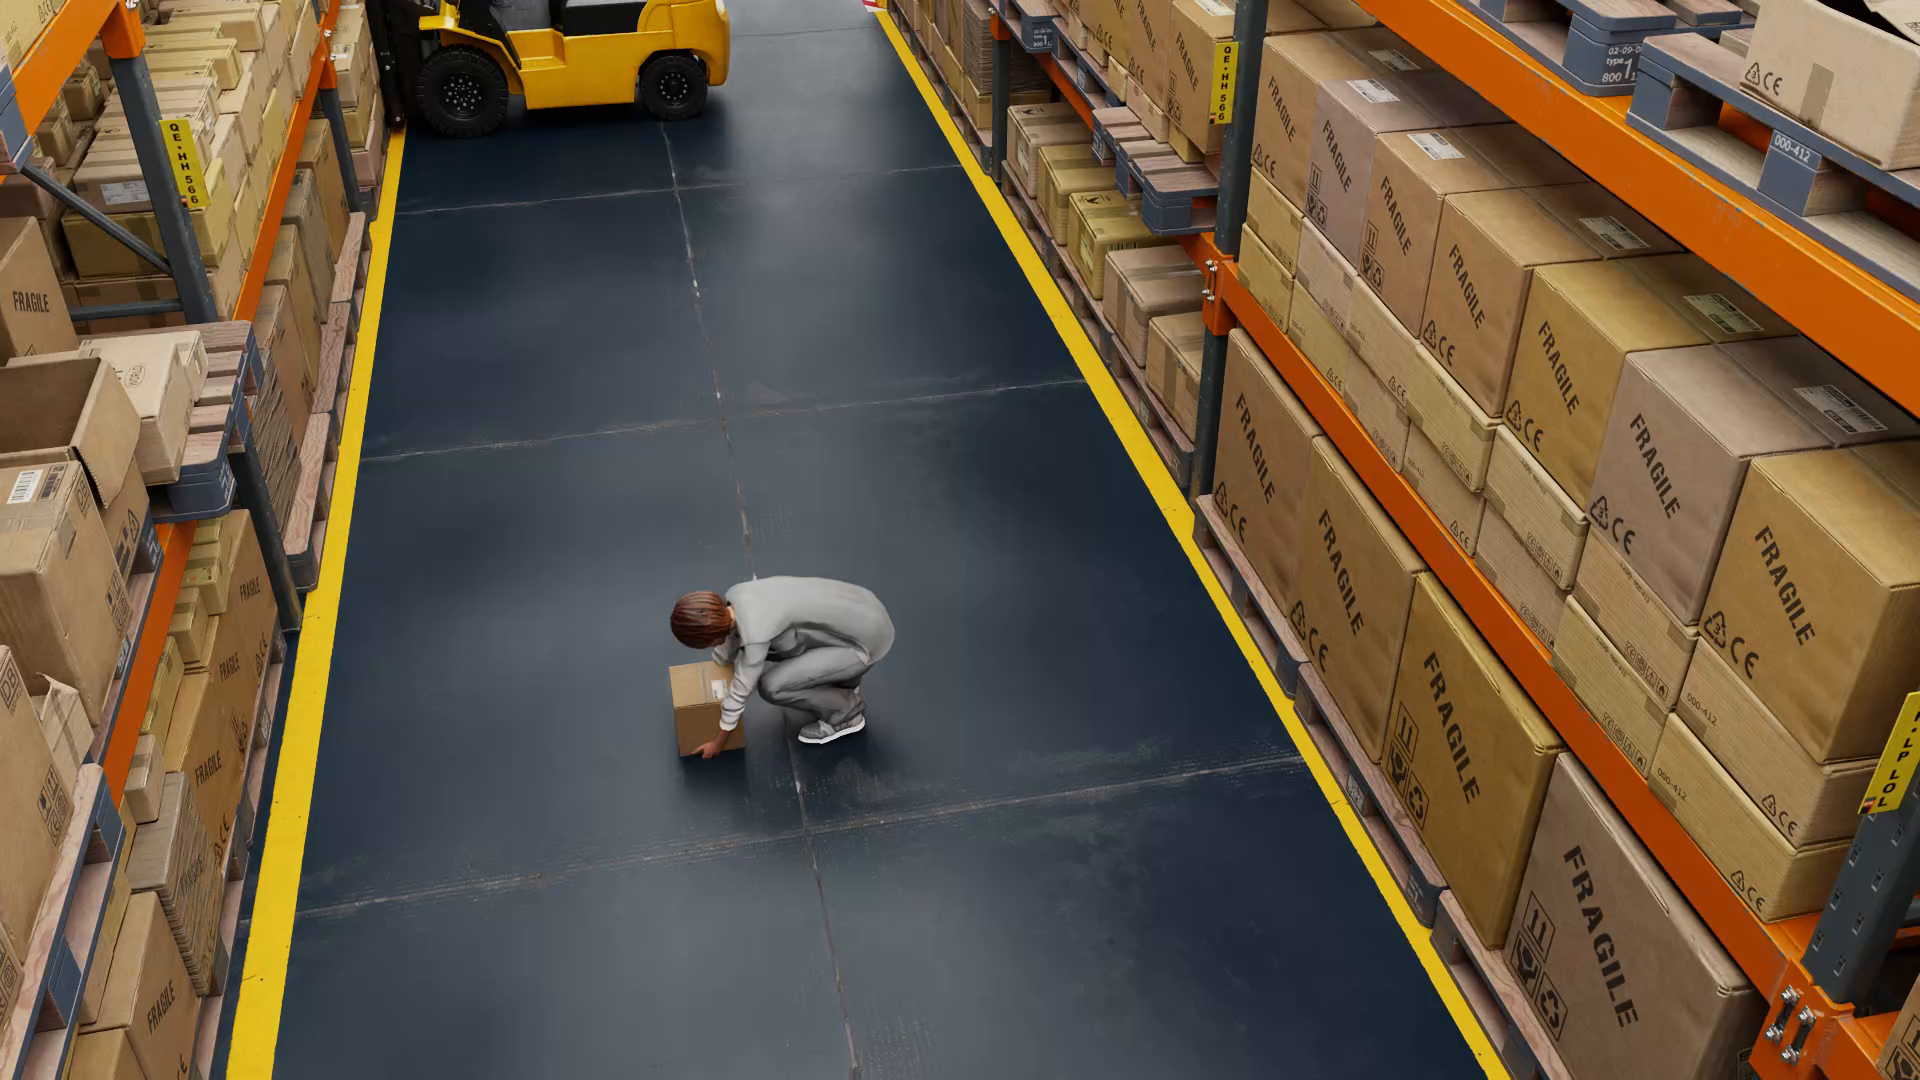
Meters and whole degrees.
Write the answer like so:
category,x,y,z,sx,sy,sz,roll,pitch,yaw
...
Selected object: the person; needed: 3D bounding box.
category,x,y,z,sx,sy,sz,roll,pitch,yaw
person,-0.661,0.453,6.346,0.839,0.762,0.431,-8,36,-11
